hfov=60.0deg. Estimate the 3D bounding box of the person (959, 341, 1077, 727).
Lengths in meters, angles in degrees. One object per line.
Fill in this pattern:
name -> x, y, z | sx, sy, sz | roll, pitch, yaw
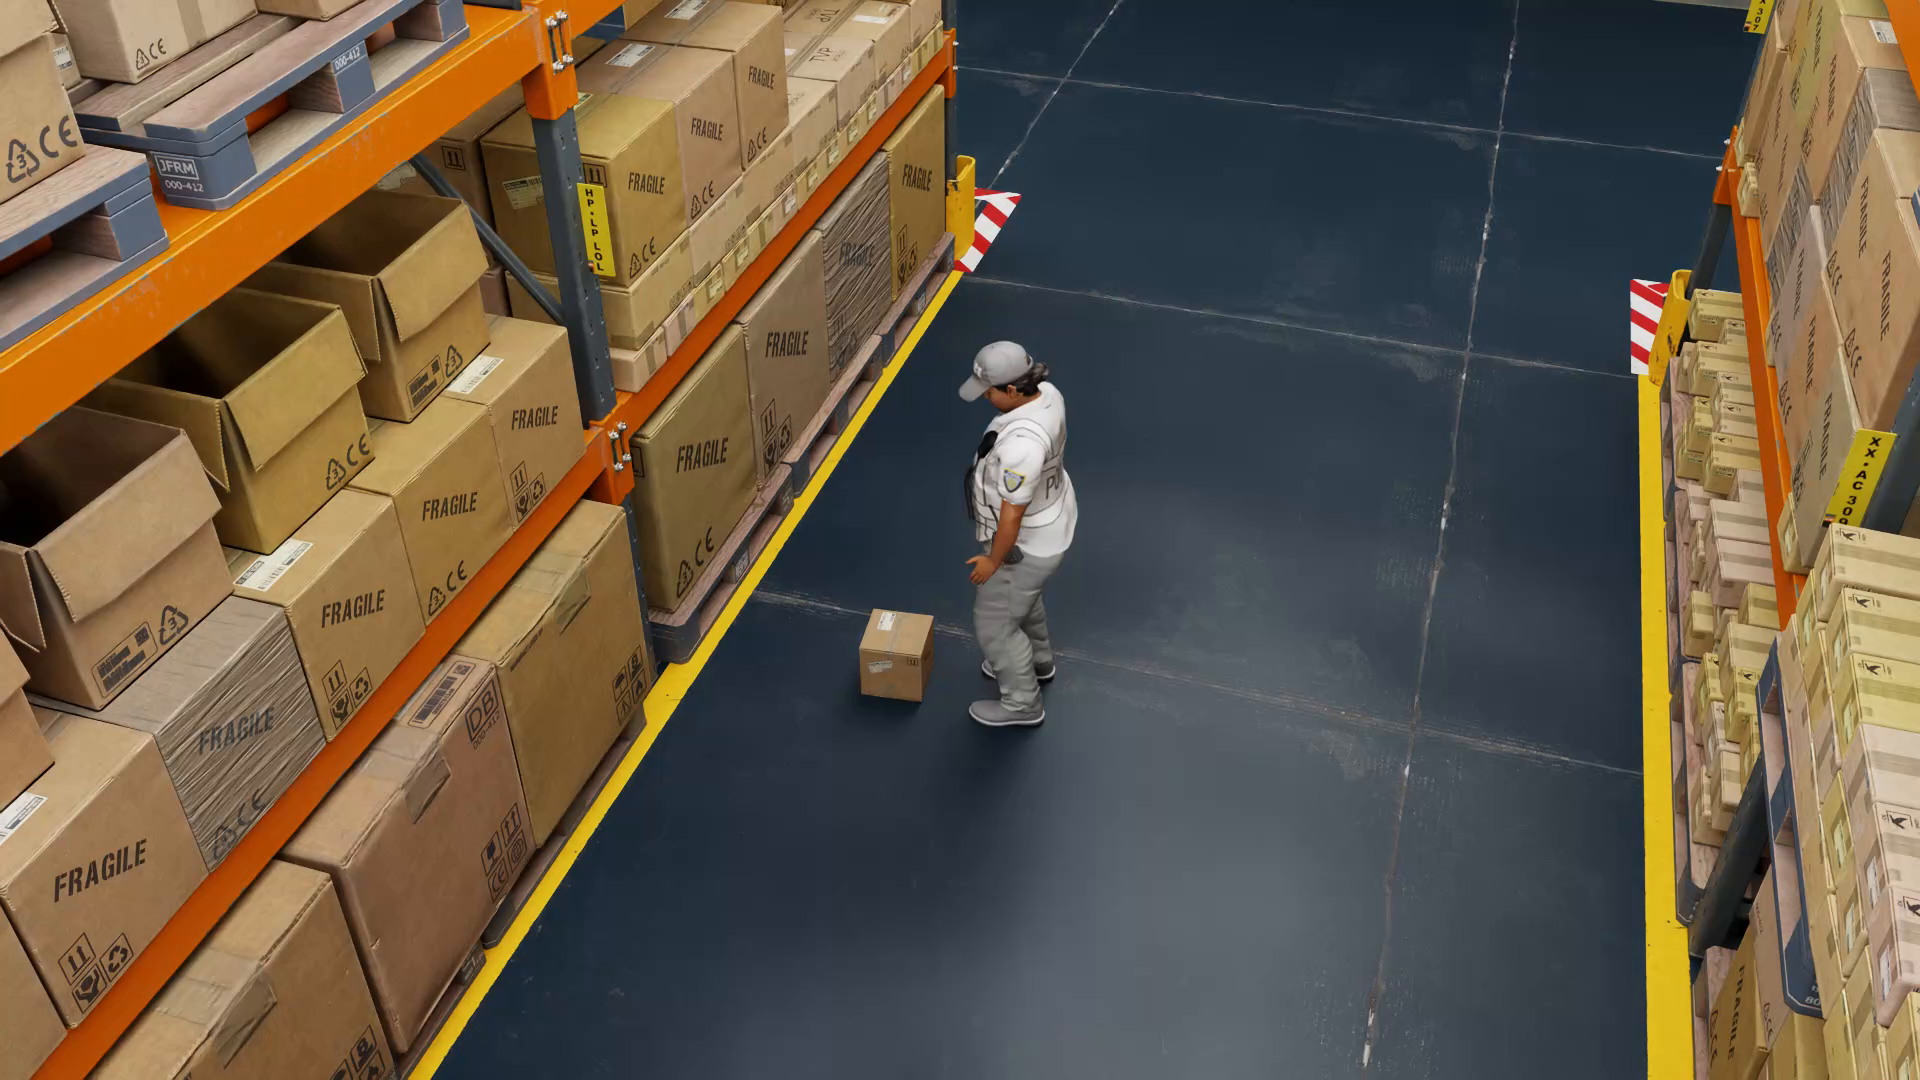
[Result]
person -> 0.210, -0.010, 6.189 | 0.429, 1.643, 0.483 | 7, 38, 10
